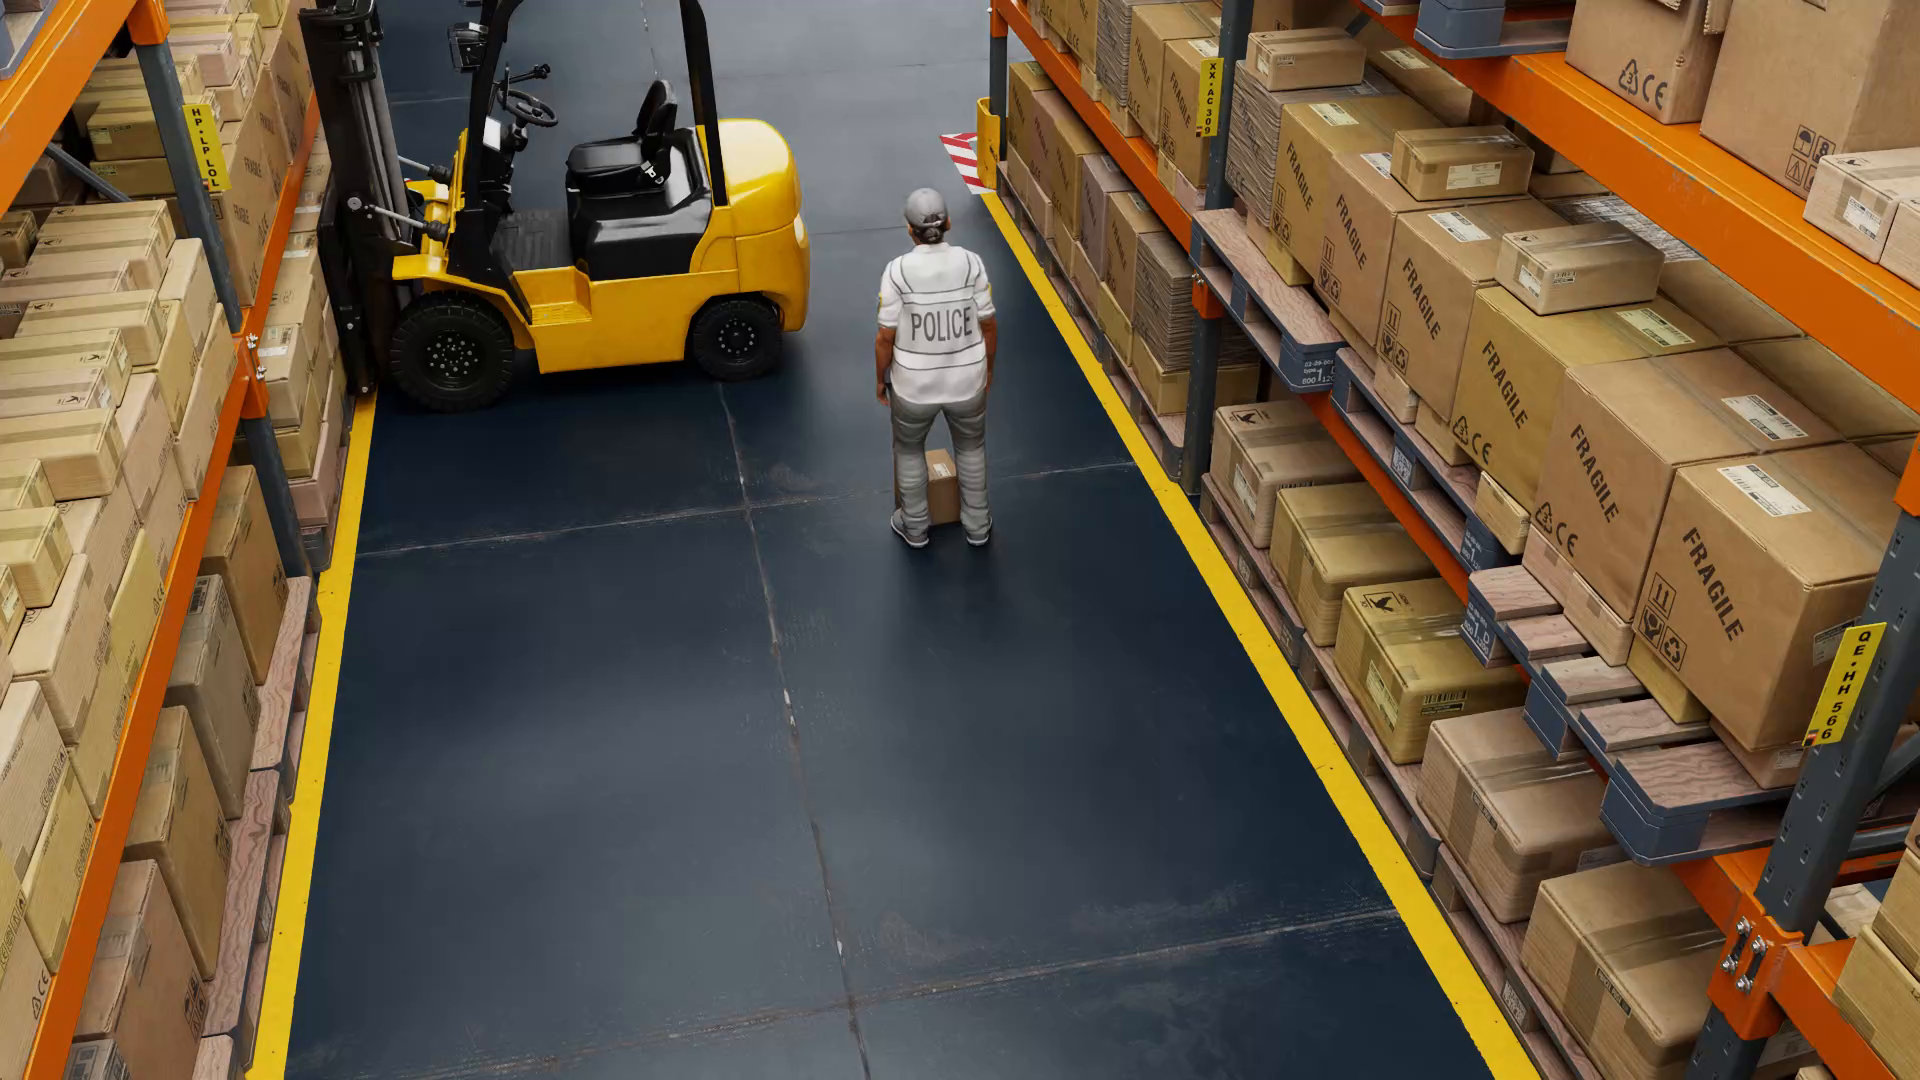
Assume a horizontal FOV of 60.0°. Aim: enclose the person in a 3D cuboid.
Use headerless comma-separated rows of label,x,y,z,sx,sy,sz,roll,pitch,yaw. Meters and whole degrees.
person,-0.100,-0.700,7.153,0.538,1.666,0.464,-7,35,-10
